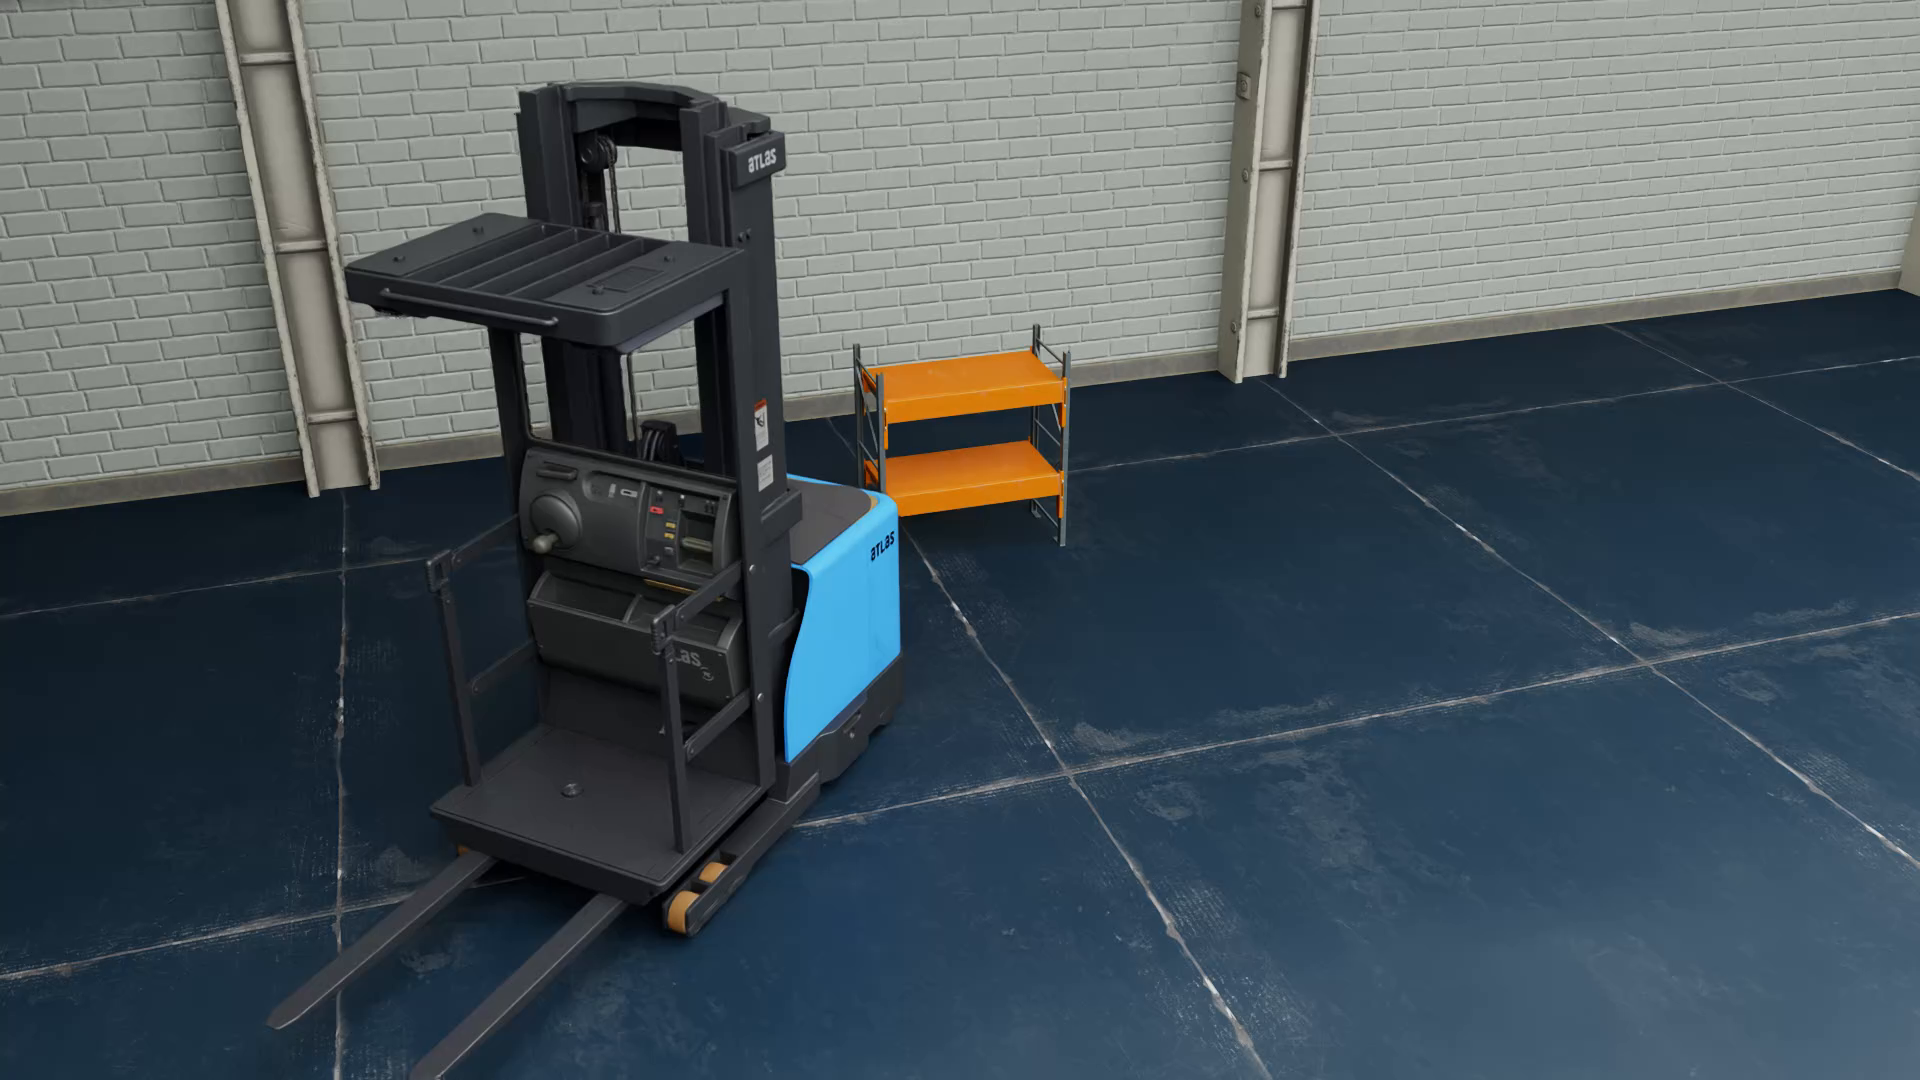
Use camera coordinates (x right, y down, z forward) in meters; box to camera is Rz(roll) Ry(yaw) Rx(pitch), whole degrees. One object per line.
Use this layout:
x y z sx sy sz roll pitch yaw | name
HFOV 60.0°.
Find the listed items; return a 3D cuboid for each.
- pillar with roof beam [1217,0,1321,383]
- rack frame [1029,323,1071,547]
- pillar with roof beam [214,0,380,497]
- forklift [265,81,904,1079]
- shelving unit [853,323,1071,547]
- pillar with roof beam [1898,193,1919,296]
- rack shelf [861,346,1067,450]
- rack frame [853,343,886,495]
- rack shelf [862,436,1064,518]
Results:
3.362 -3.378 5.935 0.400 9.000 9.100 -8 28 -16 | pillar with roof beam
0.490 -0.575 9.143 0.032 1.125 0.500 -8 28 -16 | rack frame
-2.343 -2.552 4.270 0.400 9.000 9.100 -8 28 -16 | pillar with roof beam
-1.349 -0.049 6.052 1.130 2.935 3.031 12 29 23 | forklift
0.006 -0.505 9.002 1.048 1.125 0.538 -8 28 -16 | shelving unit
9.067 -4.204 7.599 0.400 9.000 9.100 -8 28 -16 | pillar with roof beam
0.006 -0.767 8.872 1.000 0.278 0.538 -8 28 -16 | rack shelf
-0.477 -0.435 8.861 0.032 1.125 0.500 -8 28 -16 | rack frame
0.006 -0.286 9.110 1.000 0.278 0.538 -8 28 -16 | rack shelf
